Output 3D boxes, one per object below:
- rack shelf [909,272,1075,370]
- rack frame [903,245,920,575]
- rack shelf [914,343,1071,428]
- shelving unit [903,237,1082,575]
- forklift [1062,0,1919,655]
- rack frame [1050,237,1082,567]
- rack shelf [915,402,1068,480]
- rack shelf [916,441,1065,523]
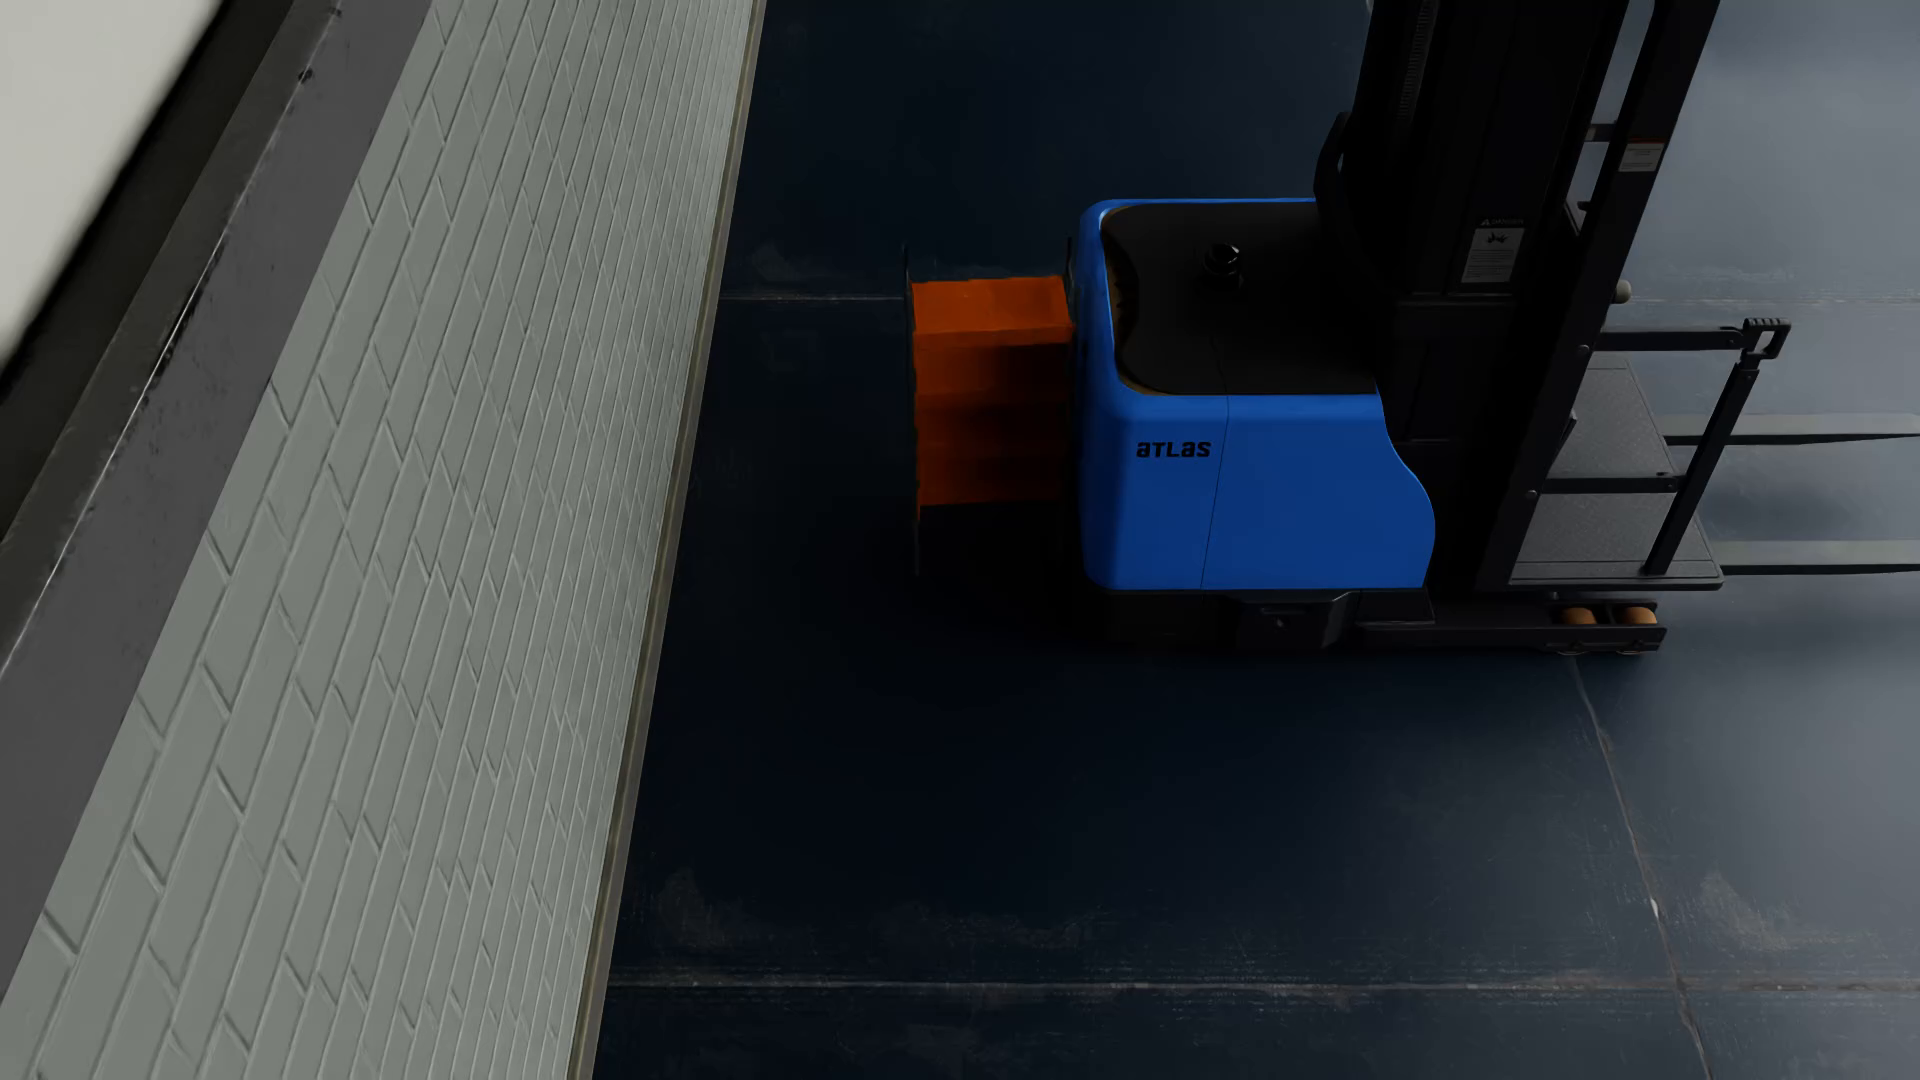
[{"bbox_3d":[0.090,-0.660,5.008,0.480,0.148,0.258,-3,47,-3],"label":"rack shelf"},{"bbox_3d":[-0.153,-0.378,5.282,0.015,1.200,0.240,-3,47,-3],"label":"rack frame"},{"bbox_3d":[0.090,-0.499,5.181,0.480,0.148,0.258,-3,47,-3],"label":"rack shelf"},{"bbox_3d":[0.090,-0.392,5.295,0.503,1.200,0.258,-3,47,-3],"label":"shelving unit"},{"bbox_3d":[1.887,-1.016,4.693,3.031,2.935,1.130,-1,47,0],"label":"forklift"},{"bbox_3d":[0.334,-0.406,5.308,0.015,1.200,0.240,-3,47,-3],"label":"rack frame"},{"bbox_3d":[0.090,-0.346,5.345,0.480,0.148,0.258,-3,47,-3],"label":"rack shelf"},{"bbox_3d":[0.090,-0.211,5.490,0.480,0.148,0.258,-3,47,-3],"label":"rack shelf"}]
